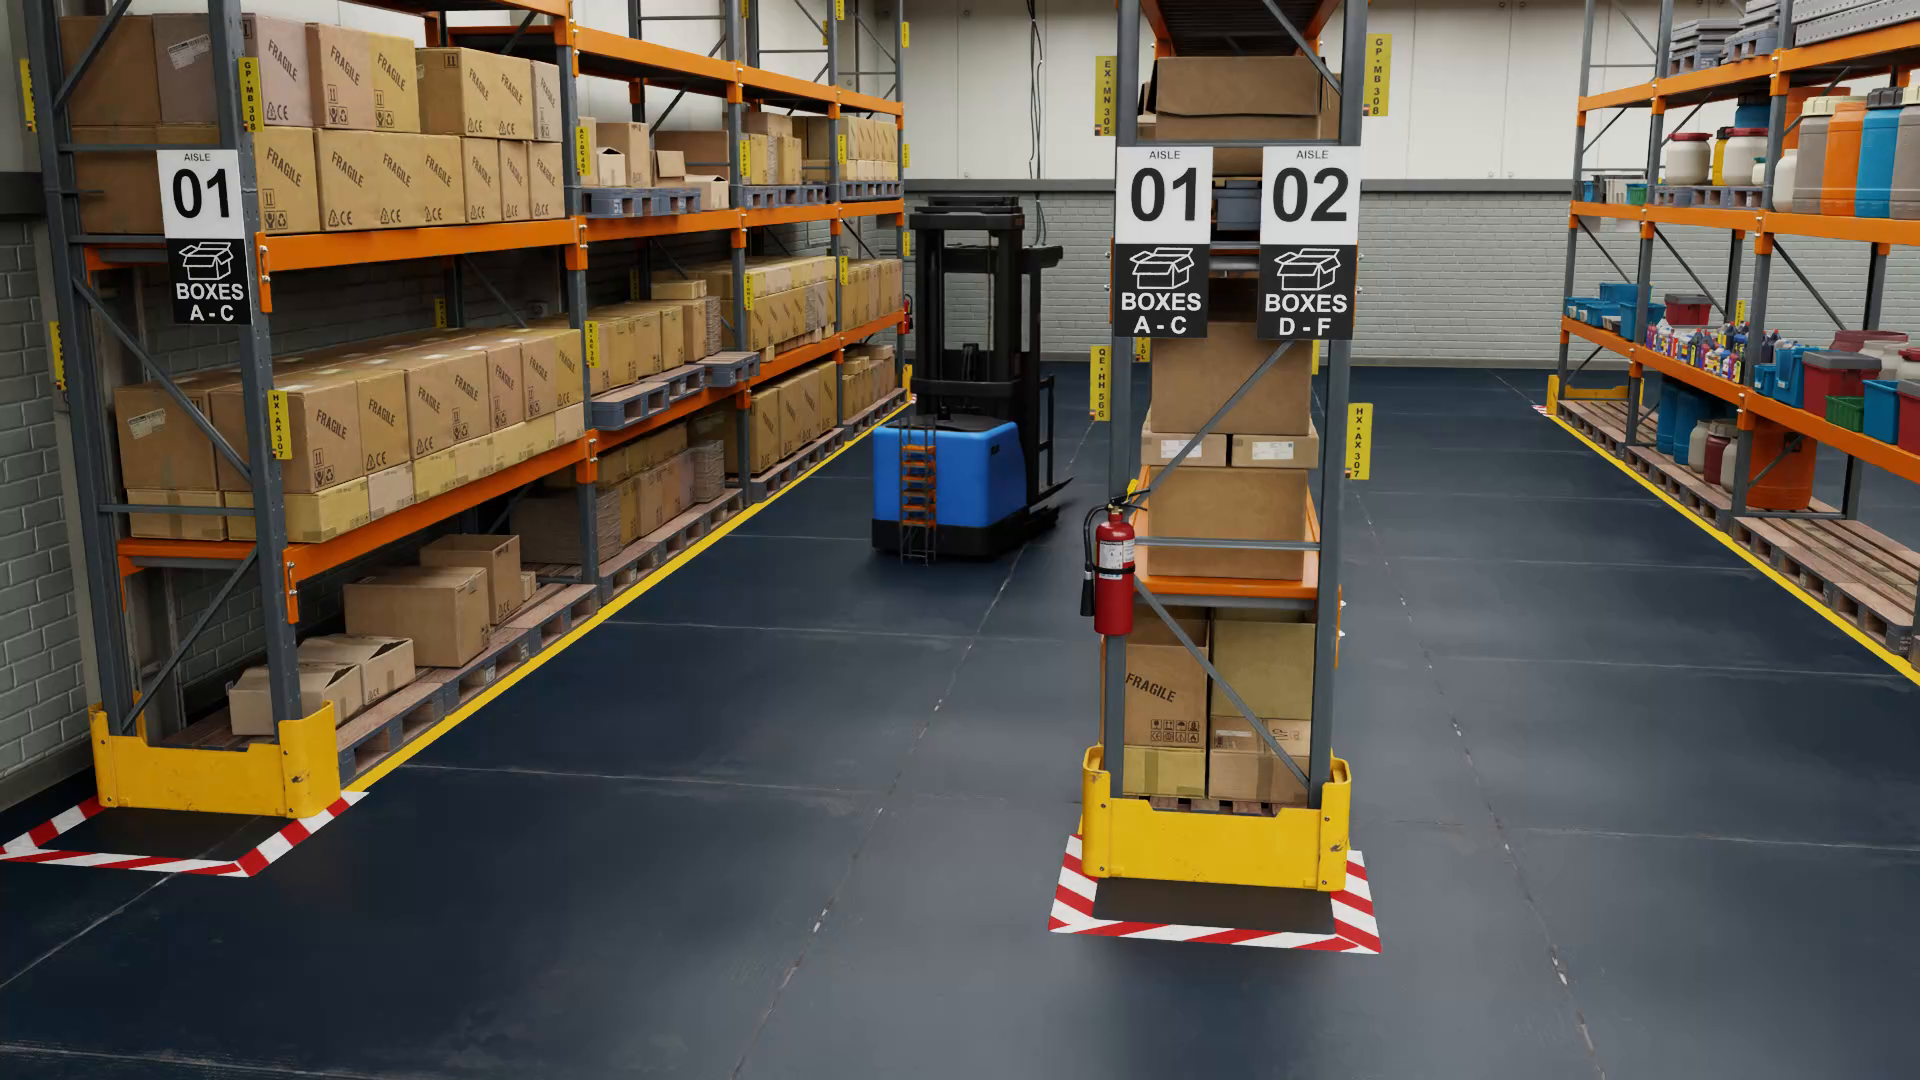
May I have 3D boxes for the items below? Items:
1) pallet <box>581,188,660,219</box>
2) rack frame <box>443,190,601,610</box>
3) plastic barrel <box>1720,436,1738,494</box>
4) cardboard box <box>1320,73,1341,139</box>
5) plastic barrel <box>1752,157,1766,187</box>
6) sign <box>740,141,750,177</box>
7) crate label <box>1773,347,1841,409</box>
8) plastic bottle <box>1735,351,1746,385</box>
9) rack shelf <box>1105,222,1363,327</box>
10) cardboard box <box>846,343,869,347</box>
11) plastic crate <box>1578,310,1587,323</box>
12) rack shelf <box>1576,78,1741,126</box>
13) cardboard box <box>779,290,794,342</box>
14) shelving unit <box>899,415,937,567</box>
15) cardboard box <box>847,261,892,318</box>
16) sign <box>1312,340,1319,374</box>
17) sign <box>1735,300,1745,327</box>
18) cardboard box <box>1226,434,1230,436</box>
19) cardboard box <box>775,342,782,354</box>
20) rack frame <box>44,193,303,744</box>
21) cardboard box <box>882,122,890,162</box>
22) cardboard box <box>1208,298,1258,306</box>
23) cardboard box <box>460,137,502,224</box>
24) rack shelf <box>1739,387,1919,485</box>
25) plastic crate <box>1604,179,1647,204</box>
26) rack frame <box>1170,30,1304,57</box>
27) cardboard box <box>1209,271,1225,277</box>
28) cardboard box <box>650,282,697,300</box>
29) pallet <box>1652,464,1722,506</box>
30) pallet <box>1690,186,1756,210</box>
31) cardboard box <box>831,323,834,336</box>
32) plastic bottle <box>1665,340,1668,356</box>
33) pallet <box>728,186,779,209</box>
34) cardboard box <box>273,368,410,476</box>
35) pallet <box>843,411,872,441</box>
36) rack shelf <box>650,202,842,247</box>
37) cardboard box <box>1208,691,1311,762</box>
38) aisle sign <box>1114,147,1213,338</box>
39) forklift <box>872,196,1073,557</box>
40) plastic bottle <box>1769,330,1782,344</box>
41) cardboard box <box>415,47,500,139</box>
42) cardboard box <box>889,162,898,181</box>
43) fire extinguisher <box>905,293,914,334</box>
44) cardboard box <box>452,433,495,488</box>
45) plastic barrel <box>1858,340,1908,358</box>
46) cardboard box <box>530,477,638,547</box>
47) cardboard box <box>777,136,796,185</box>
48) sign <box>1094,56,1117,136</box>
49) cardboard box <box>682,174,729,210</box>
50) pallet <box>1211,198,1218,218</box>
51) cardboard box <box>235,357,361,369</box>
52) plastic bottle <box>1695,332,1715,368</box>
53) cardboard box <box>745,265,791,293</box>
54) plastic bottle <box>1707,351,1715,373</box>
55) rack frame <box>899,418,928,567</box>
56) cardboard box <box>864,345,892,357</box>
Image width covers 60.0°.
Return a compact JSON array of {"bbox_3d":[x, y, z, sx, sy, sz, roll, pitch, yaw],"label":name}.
[{"bbox_3d":[-2.930,-2.469,12.157,1.213,0.211,1.003,2,12,9],"label":"pallet"},{"bbox_3d":[-3.131,-0.970,11.873,1.000,3.000,0.127,2,12,9],"label":"rack frame"},{"bbox_3d":[7.331,-0.693,15.499,0.421,0.512,0.421,0,12,0],"label":"plastic barrel"},{"bbox_3d":[1.675,-2.103,8.445,0.500,0.500,0.500,2,12,9],"label":"cardboard box"},{"bbox_3d":[7.294,-3.313,14.959,0.301,0.262,0.301,0,12,0],"label":"plastic barrel"},{"bbox_3d":[-1.979,-3.503,15.282,0.100,0.325,0.005,2,12,9],"label":"sign"},{"bbox_3d":[6.854,-1.301,13.324,0.502,0.435,0.616,2,12,9],"label":"crate label"},{"bbox_3d":[6.915,-1.522,14.714,0.061,0.283,0.133,2,12,9],"label":"plastic bottle"},{"bbox_3d":[1.457,-1.508,8.960,1.077,0.370,4.000,2,12,9],"label":"rack shelf"},{"bbox_3d":[-1.472,-2.652,23.074,0.380,0.149,0.250,2,12,9],"label":"cardboard box"},{"bbox_3d":[7.905,-2.801,20.854,0.250,0.136,0.298,2,12,9],"label":"plastic crate"},{"bbox_3d":[8.197,-5.116,19.529,1.077,0.370,4.000,2,12,9],"label":"rack shelf"},{"bbox_3d":[-2.021,-2.311,17.107,0.500,0.500,0.500,2,12,8],"label":"cardboard box"},{"bbox_3d":[-0.342,-0.398,13.491,0.258,1.200,0.189,5,13,20],"label":"shelving unit"},{"bbox_3d":[-1.454,-3.356,22.234,0.980,0.700,0.700,2,12,8],"label":"cardboard box"},{"bbox_3d":[2.313,-1.254,10.950,0.100,0.325,0.005,2,12,9],"label":"sign"},{"bbox_3d":[8.432,-2.431,17.997,0.100,0.325,0.005,2,12,9],"label":"sign"},{"bbox_3d":[1.392,-0.336,8.693,0.700,0.500,0.500,2,12,9],"label":"cardboard box"},{"bbox_3d":[-2.065,-2.019,17.291,0.380,0.149,0.250,2,12,10],"label":"cardboard box"},{"bbox_3d":[-3.746,-0.137,8.009,1.000,3.000,0.127,2,12,9],"label":"rack frame"},{"bbox_3d":[-1.216,-5.216,21.800,0.500,0.500,0.500,2,12,10],"label":"cardboard box"},{"bbox_3d":[1.394,-0.983,8.617,0.700,0.500,0.500,2,12,9],"label":"cardboard box"},{"bbox_3d":[-3.102,-2.160,9.992,0.500,0.500,0.500,1,12,6],"label":"cardboard box"},{"bbox_3d":[6.966,-0.713,12.391,1.077,0.370,4.000,2,12,9],"label":"rack shelf"},{"bbox_3d":[7.858,-4.104,19.577,0.437,0.282,0.530,2,12,9],"label":"plastic crate"},{"bbox_3d":[1.765,-3.743,10.500,1.000,3.000,0.127,2,12,9],"label":"rack frame"},{"bbox_3d":[2.817,-3.127,19.271,0.500,0.500,0.500,2,12,9],"label":"cardboard box"},{"bbox_3d":[-2.574,-2.243,14.961,0.380,0.149,0.250,0,12,-1],"label":"cardboard box"},{"bbox_3d":[7.544,-0.537,16.484,1.003,0.211,1.213,2,12,9],"label":"pallet"},{"bbox_3d":[7.694,-3.285,15.947,1.003,0.211,1.213,2,12,9],"label":"pallet"},{"bbox_3d":[-1.672,-2.442,19.255,0.380,0.149,0.250,2,12,9],"label":"cardboard box"},{"bbox_3d":[7.310,-1.993,17.092,0.097,0.201,0.097,0,12,0],"label":"plastic bottle"},{"bbox_3d":[-2.469,-3.312,16.070,1.213,0.211,1.003,2,12,11],"label":"pallet"},{"bbox_3d":[-3.289,-0.632,8.836,0.500,0.500,0.500,2,12,9],"label":"cardboard box"},{"bbox_3d":[-1.706,-1.428,20.617,1.003,0.211,1.213,2,12,9],"label":"pallet"},{"bbox_3d":[-2.208,-3.333,17.428,1.077,0.370,4.000,2,12,9],"label":"rack shelf"},{"bbox_3d":[1.525,0.953,8.481,0.500,0.250,0.500,2,12,9],"label":"cardboard box"},{"bbox_3d":[0.849,-1.244,6.975,0.394,0.787,0.004,2,12,9],"label":"aisle sign"},{"bbox_3d":[0.259,-1.560,14.774,1.130,2.935,3.031,5,13,20],"label":"forklift"},{"bbox_3d":[7.902,-1.859,16.115,0.144,0.351,0.185,2,12,9],"label":"plastic bottle"},{"bbox_3d":[-3.084,-2.647,9.877,0.500,0.500,0.500,1,12,7],"label":"cardboard box"},{"bbox_3d":[-1.135,-4.954,22.362,0.500,0.250,0.500,2,12,10],"label":"cardboard box"},{"bbox_3d":[-0.806,-3.264,23.588,0.296,0.674,0.183,2,12,9],"label":"fire extinguisher"},{"bbox_3d":[-3.127,-0.484,9.929,0.500,0.250,0.500,2,12,9],"label":"cardboard box"},{"bbox_3d":[7.327,-1.315,13.210,0.421,0.512,0.421,0,12,0],"label":"plastic barrel"},{"bbox_3d":[-3.004,-0.226,13.310,0.700,0.500,0.500,2,12,8],"label":"cardboard box"},{"bbox_3d":[-2.166,-4.068,17.846,0.700,0.500,0.500,2,12,8],"label":"cardboard box"},{"bbox_3d":[0.616,-1.858,6.962,0.100,0.325,0.005,2,12,9],"label":"sign"},{"bbox_3d":[-2.359,-3.076,14.692,0.500,0.311,0.500,2,12,9],"label":"cardboard box"},{"bbox_3d":[1.888,-2.367,11.690,0.805,0.209,1.217,1,12,6],"label":"pallet"},{"bbox_3d":[-3.721,-0.757,9.416,0.500,0.500,0.500,2,12,7],"label":"cardboard box"},{"bbox_3d":[7.156,-1.825,15.959,0.144,0.351,0.185,2,12,9],"label":"plastic bottle"},{"bbox_3d":[-2.036,-2.675,17.016,0.500,0.250,0.500,2,12,9],"label":"cardboard box"},{"bbox_3d":[7.076,-1.675,15.619,0.097,0.201,0.097,0,12,0],"label":"plastic bottle"},{"bbox_3d":[-0.374,-0.380,13.407,0.240,1.200,0.006,5,13,20],"label":"rack frame"},{"bbox_3d":[-1.133,-2.587,22.772,0.380,0.149,0.250,2,12,8],"label":"cardboard box"}]
